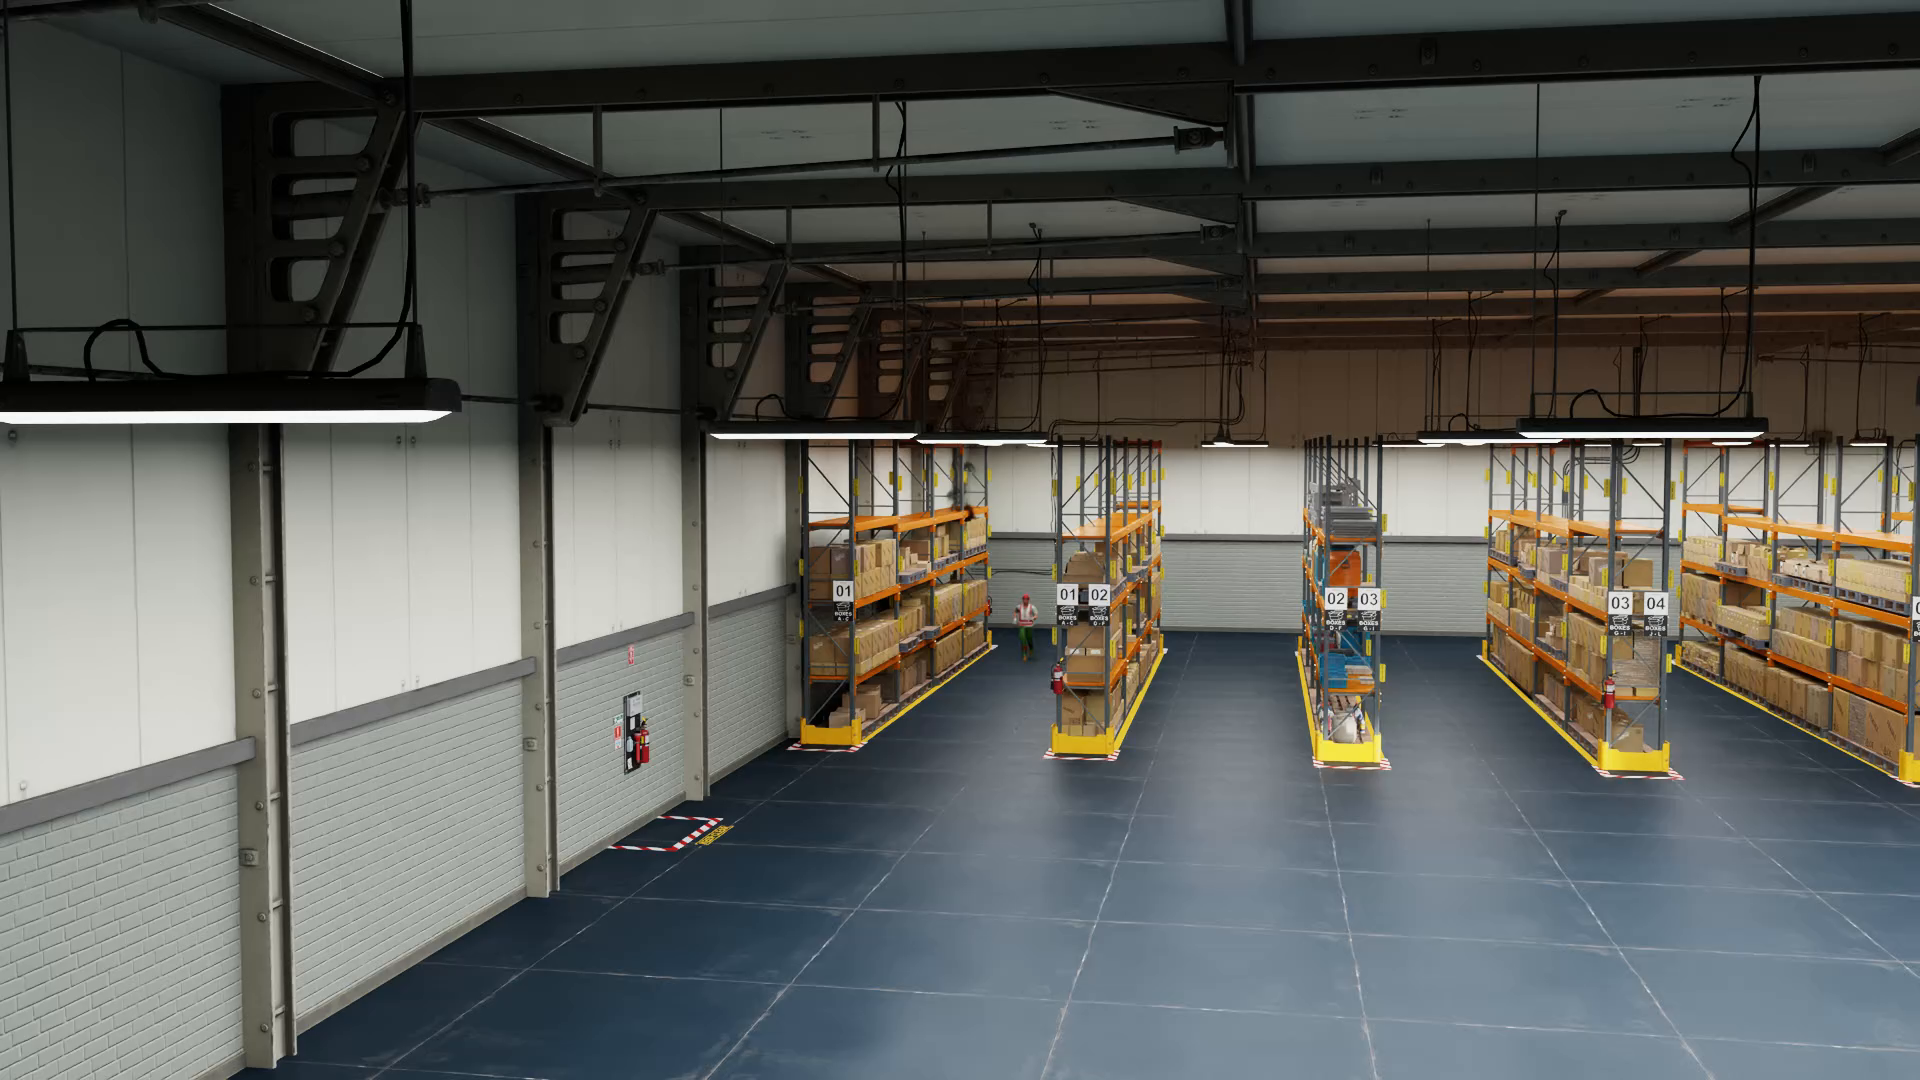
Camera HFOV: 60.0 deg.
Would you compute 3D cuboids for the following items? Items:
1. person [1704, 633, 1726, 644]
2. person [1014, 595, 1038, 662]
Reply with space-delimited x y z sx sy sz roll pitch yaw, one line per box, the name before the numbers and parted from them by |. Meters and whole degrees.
person | 20.565 2.451 45.322 0.923 1.637 0.687 3 4 43
person | 1.790 2.375 45.362 0.669 1.792 0.993 0 3 5
